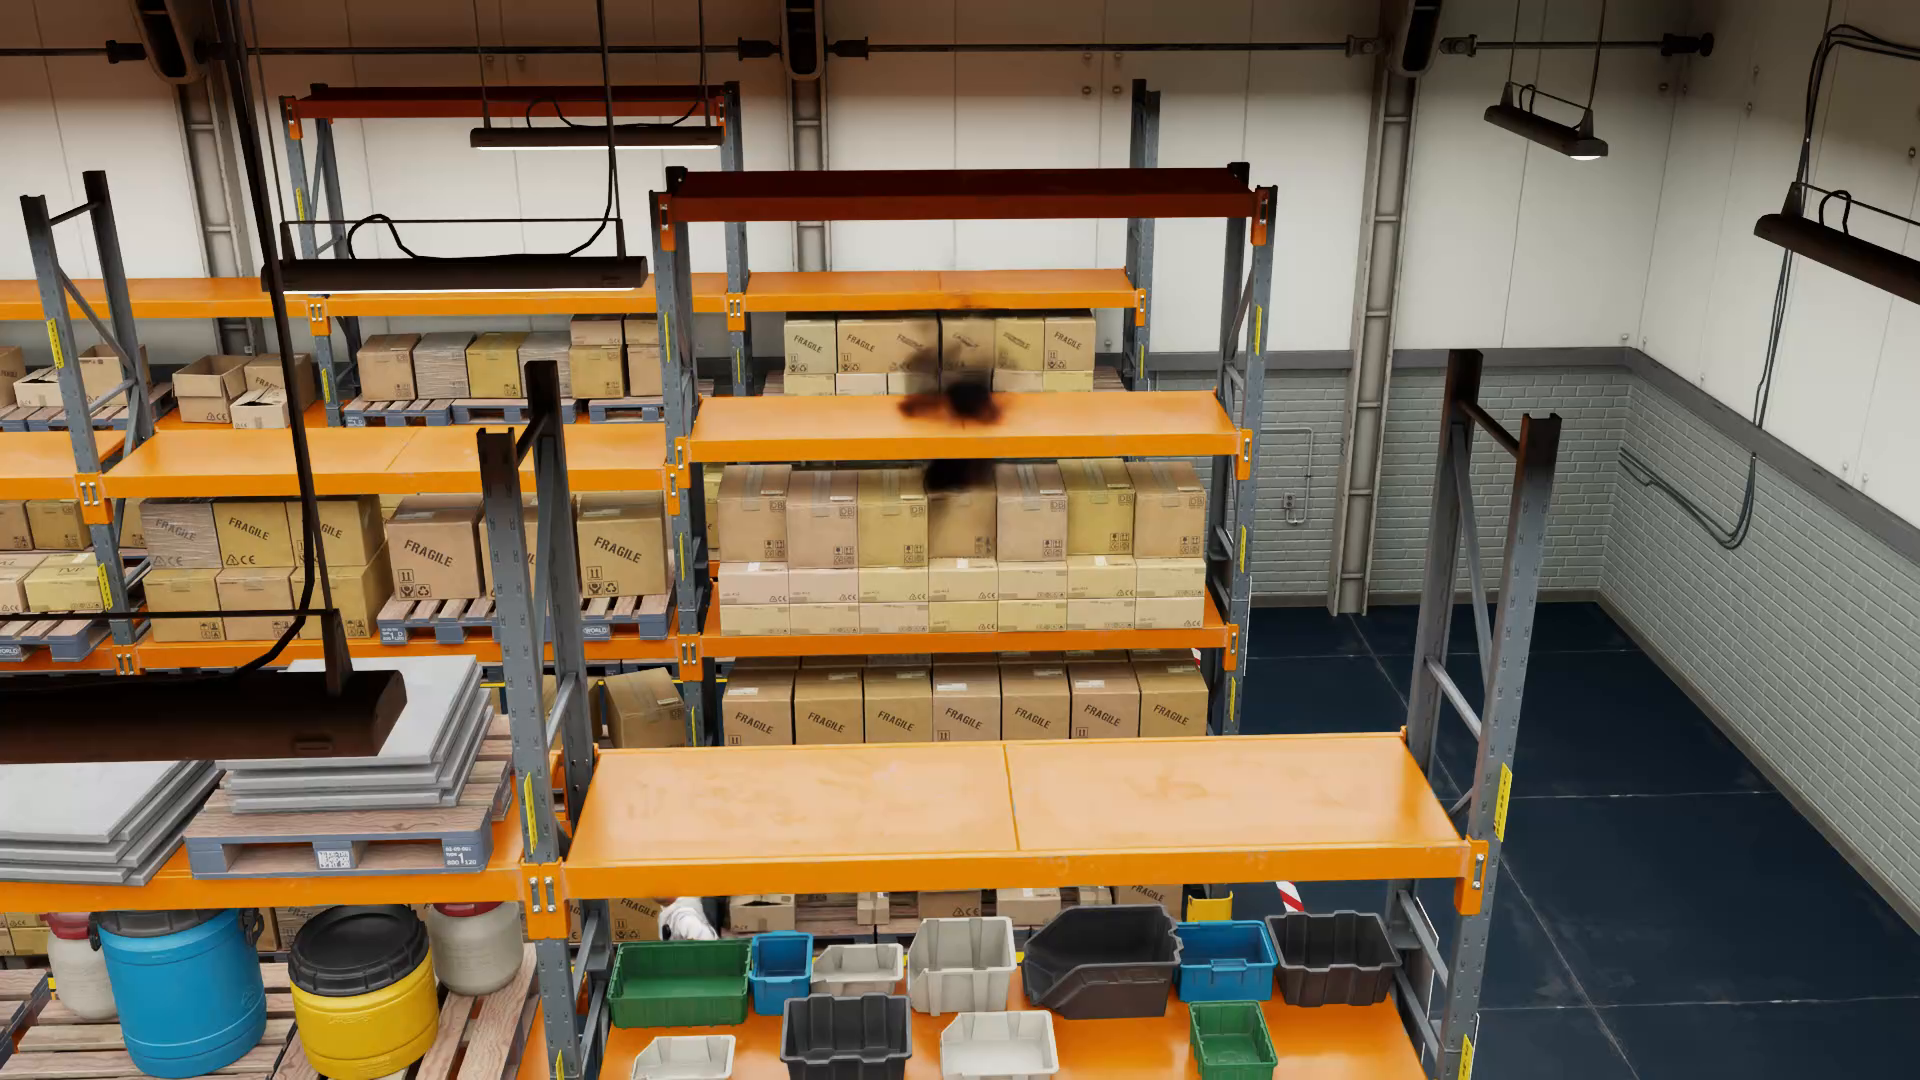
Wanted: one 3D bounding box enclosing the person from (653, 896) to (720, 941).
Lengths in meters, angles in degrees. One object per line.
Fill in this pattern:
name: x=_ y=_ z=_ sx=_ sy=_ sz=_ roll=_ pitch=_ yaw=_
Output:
person: x=-1.708 y=2.884 z=11.131 sx=1.006 sy=1.767 sz=0.662 roll=-3 pitch=22 yaw=-7
